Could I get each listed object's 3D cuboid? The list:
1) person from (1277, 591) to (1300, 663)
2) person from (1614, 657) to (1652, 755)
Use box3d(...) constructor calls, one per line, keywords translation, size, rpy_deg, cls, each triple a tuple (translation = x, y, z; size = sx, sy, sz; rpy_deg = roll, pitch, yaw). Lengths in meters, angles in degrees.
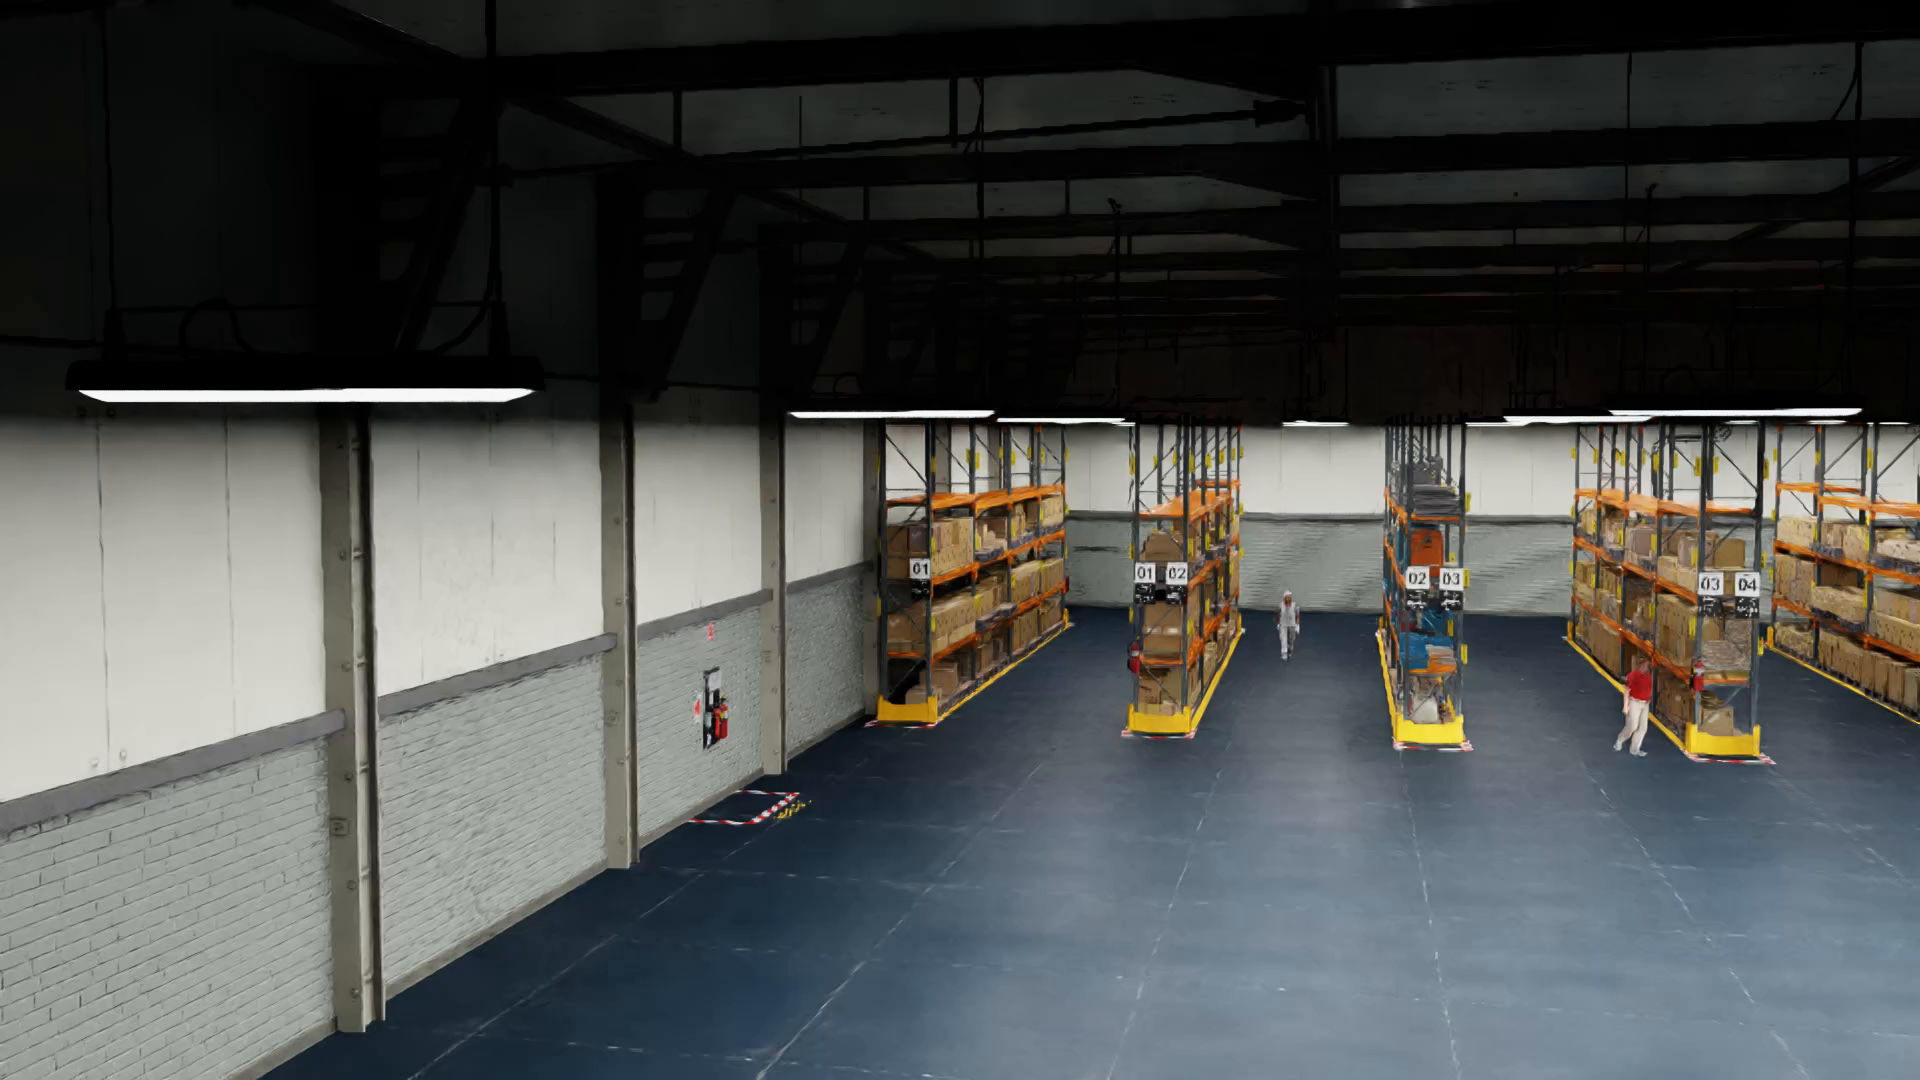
box3d(translation=(8.028, 2.106, 40.646), size=(0.567, 1.736, 1.044), rpy_deg=(1, 4, 12), cls="person")
box3d(translation=(11.806, 2.896, 29.142), size=(0.605, 1.716, 0.552), rpy_deg=(-2, 4, -23), cls="person")
